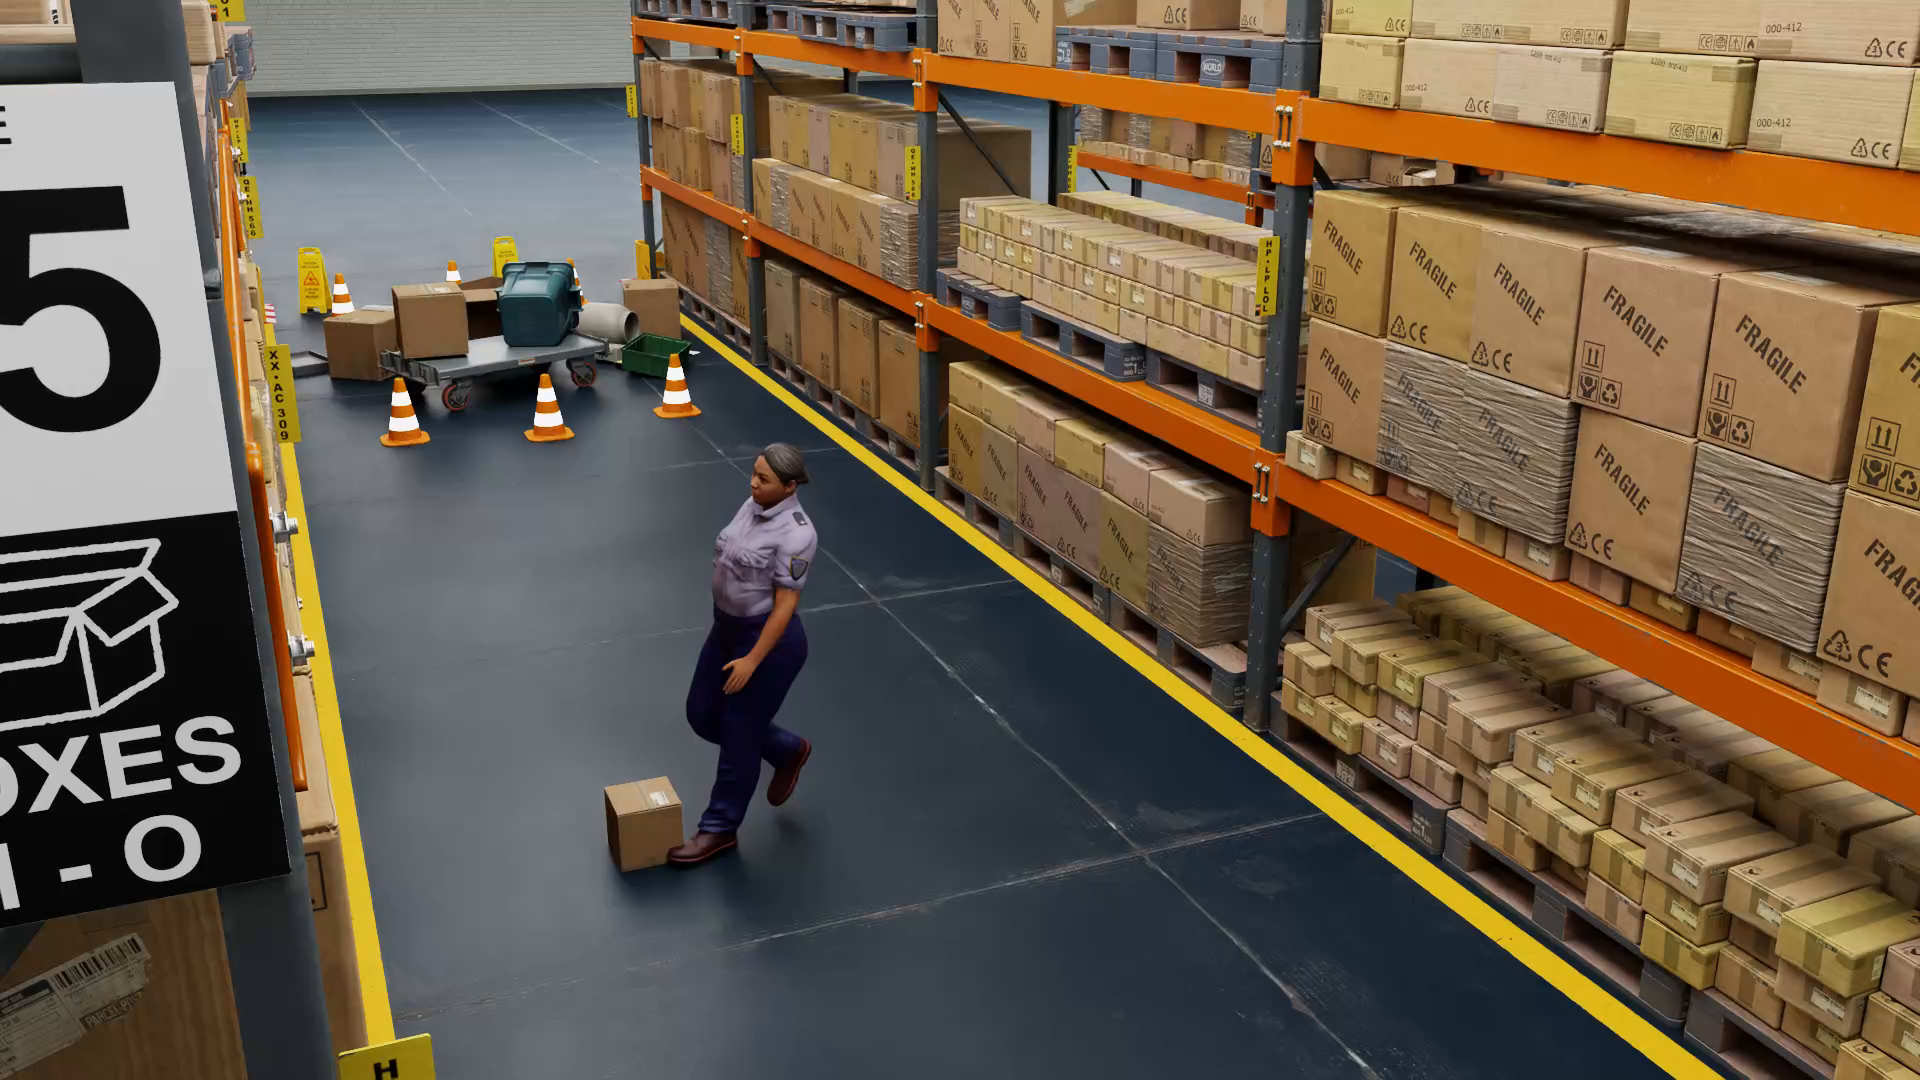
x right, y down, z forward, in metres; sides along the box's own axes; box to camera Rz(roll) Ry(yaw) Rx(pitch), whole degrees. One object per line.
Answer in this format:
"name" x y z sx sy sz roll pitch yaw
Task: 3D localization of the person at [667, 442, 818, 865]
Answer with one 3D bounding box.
"person" -0.867 0.421 6.414 0.715 1.586 0.521 -13 23 -33
